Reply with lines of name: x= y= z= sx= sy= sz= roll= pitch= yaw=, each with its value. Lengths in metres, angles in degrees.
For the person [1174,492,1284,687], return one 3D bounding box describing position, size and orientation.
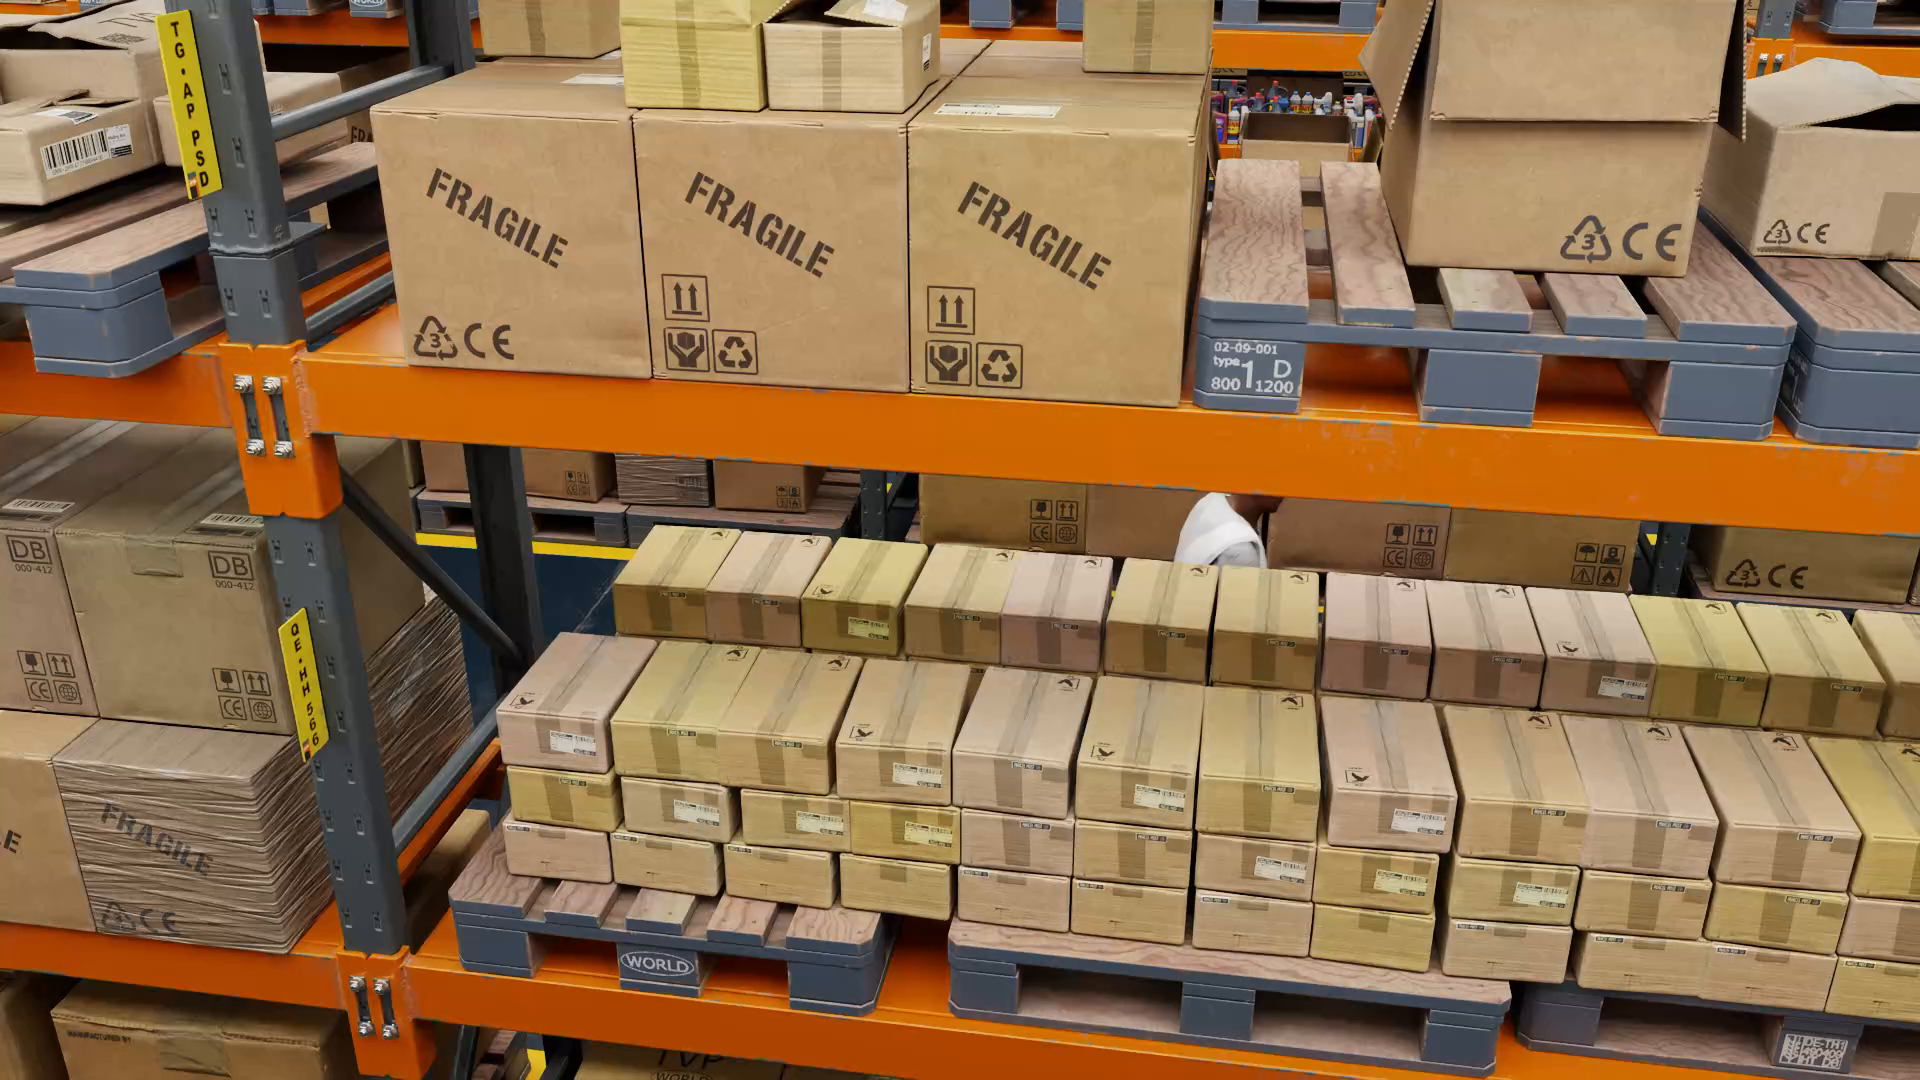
person: x=0.983 y=0.447 z=6.125 sx=0.452 sy=1.771 sz=0.617 roll=3 pitch=25 yaw=6
